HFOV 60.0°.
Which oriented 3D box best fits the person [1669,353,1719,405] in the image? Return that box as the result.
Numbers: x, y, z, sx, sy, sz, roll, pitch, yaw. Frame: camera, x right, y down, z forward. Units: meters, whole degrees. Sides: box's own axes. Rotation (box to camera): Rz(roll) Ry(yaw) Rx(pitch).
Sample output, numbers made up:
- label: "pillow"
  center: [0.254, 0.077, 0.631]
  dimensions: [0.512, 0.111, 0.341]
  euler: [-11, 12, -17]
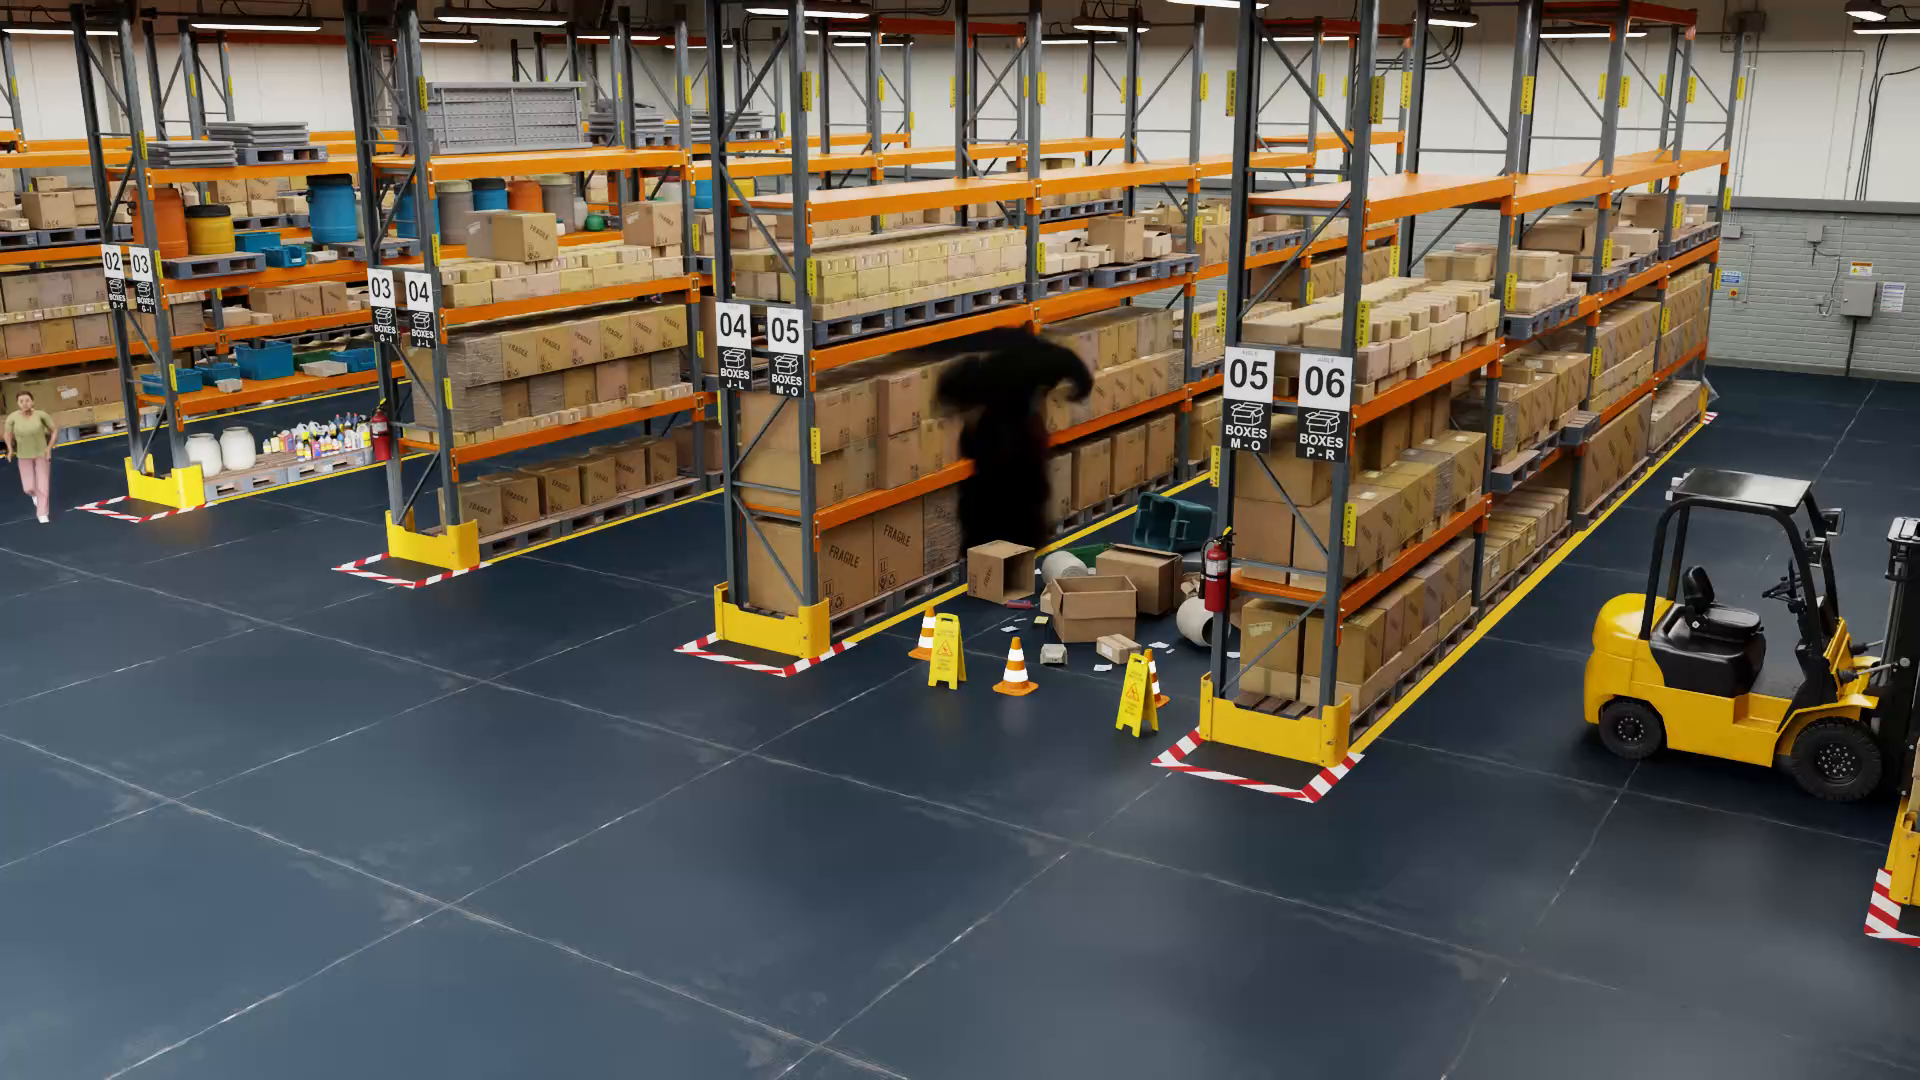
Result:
- label: "person"
  center: [11.791, -2.965, 26.800]
  dimensions: [0.964, 1.658, 0.503]
  euler: [13, 20, 38]

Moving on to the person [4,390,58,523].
- label: "person"
  center: [-11.082, -1.018, 19.906]
  dimensions: [0.573, 1.605, 0.566]
  euler: [-6, 17, -22]
